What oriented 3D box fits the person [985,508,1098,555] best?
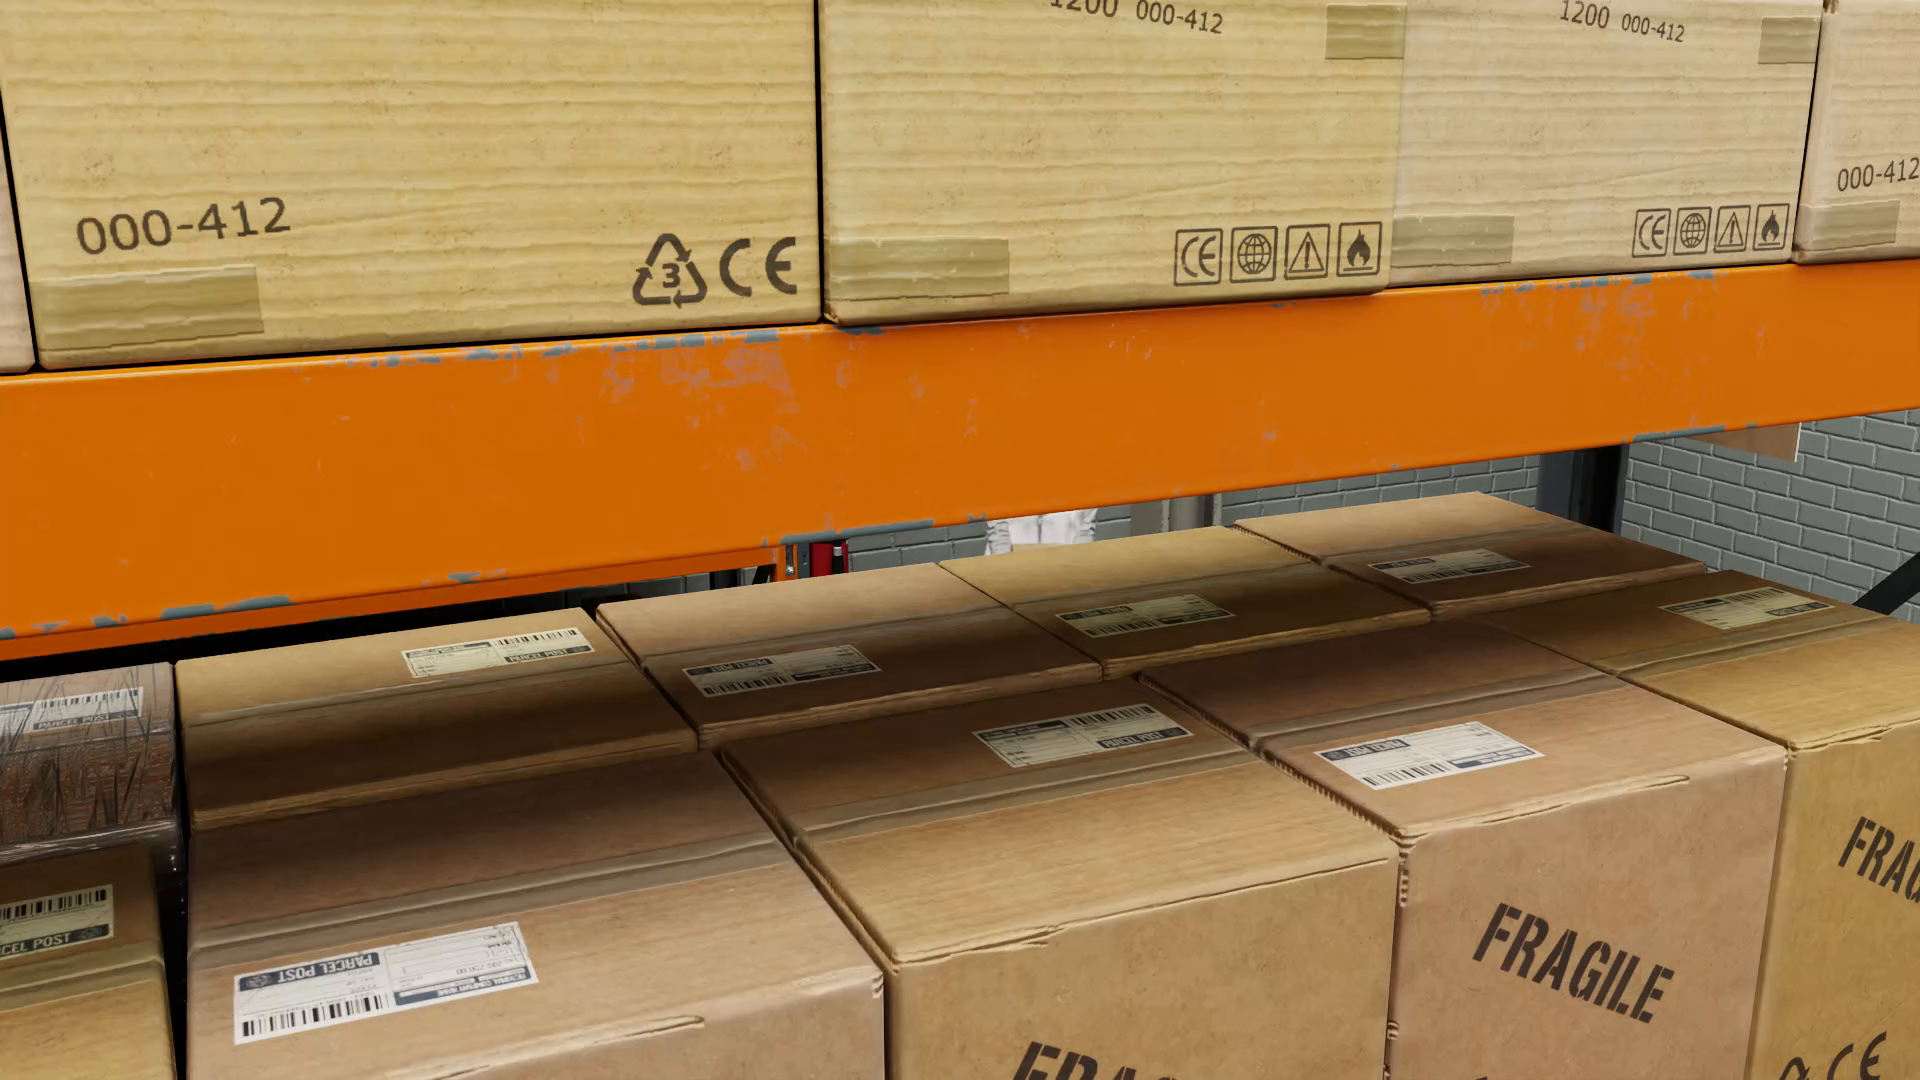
[{"bbox_3d":[0.350,0.258,7.029,0.494,1.763,0.557,-1,15,-4],"label":"person"}]
